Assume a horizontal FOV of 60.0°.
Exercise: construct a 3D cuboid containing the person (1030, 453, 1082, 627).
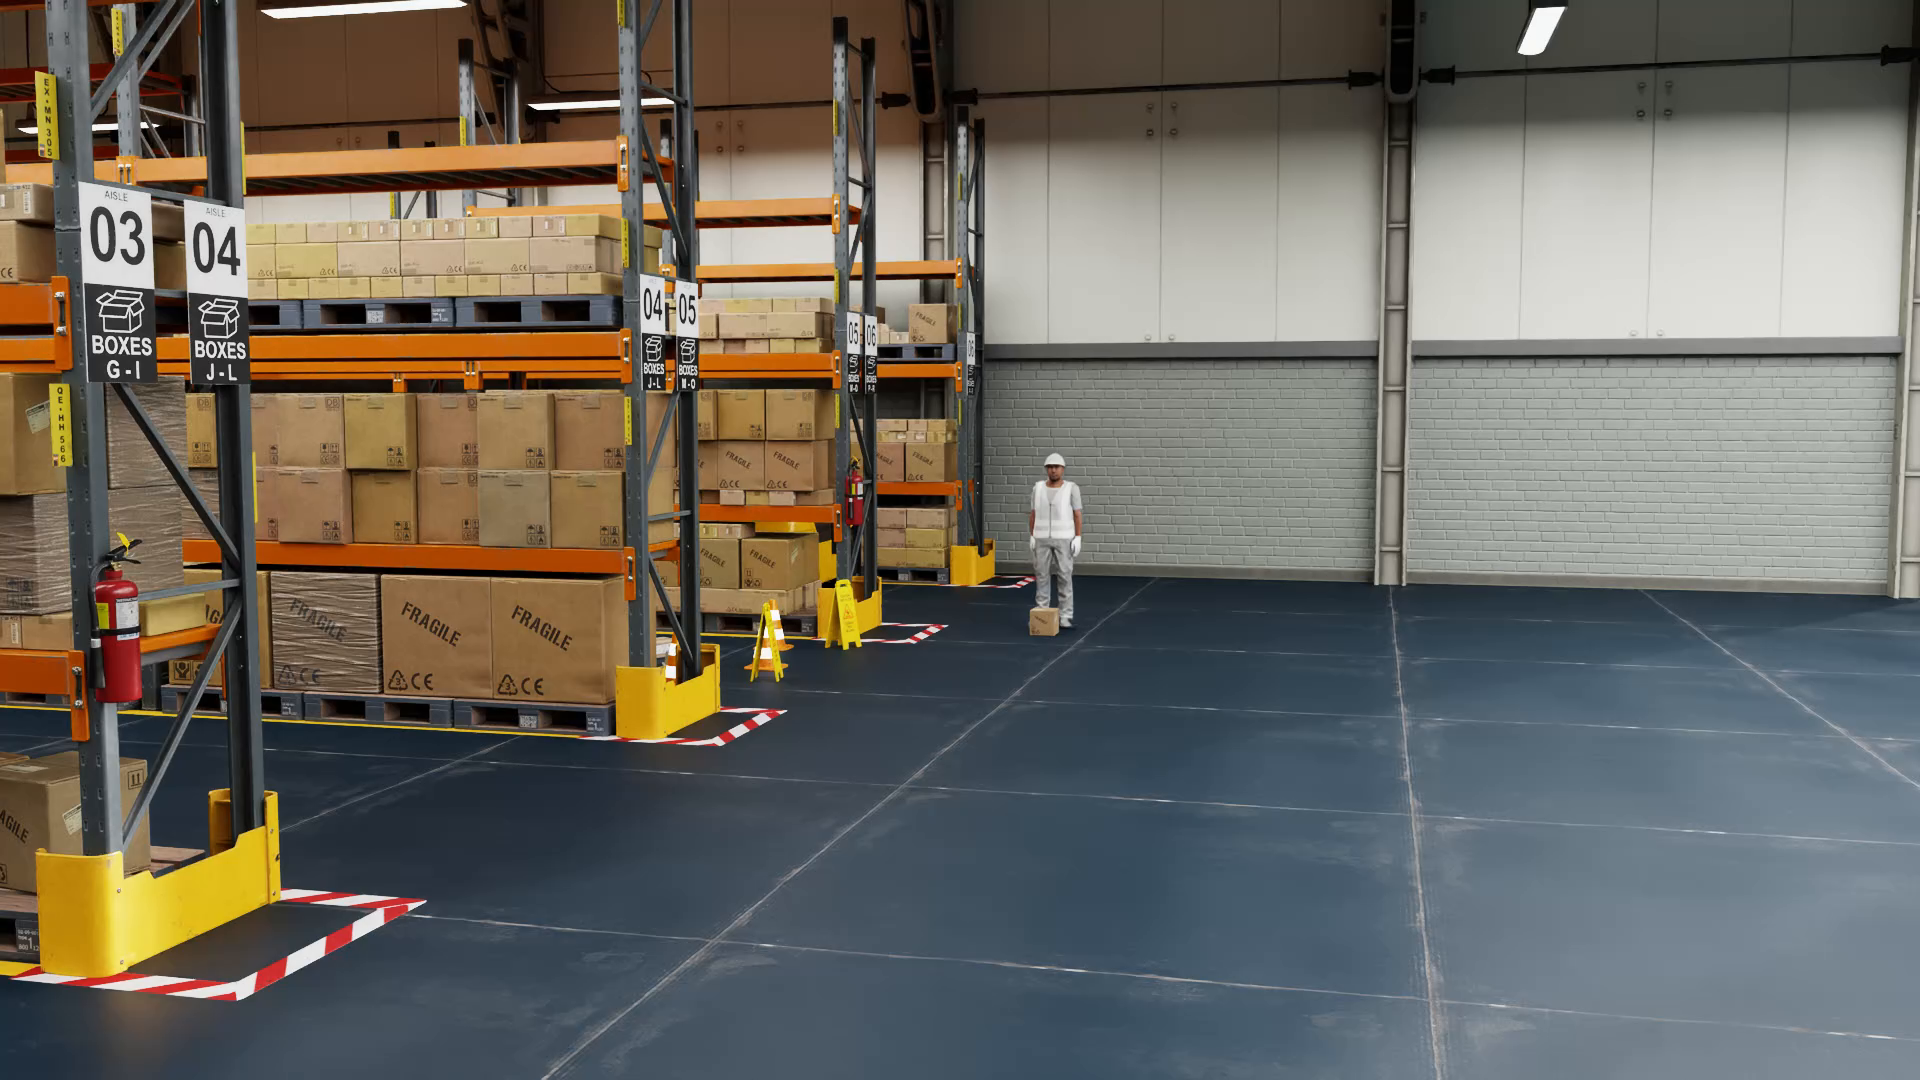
[{"bbox_3d":[0.978,0.003,17.127,0.550,1.785,0.362,1,5,16],"label":"person"}]
